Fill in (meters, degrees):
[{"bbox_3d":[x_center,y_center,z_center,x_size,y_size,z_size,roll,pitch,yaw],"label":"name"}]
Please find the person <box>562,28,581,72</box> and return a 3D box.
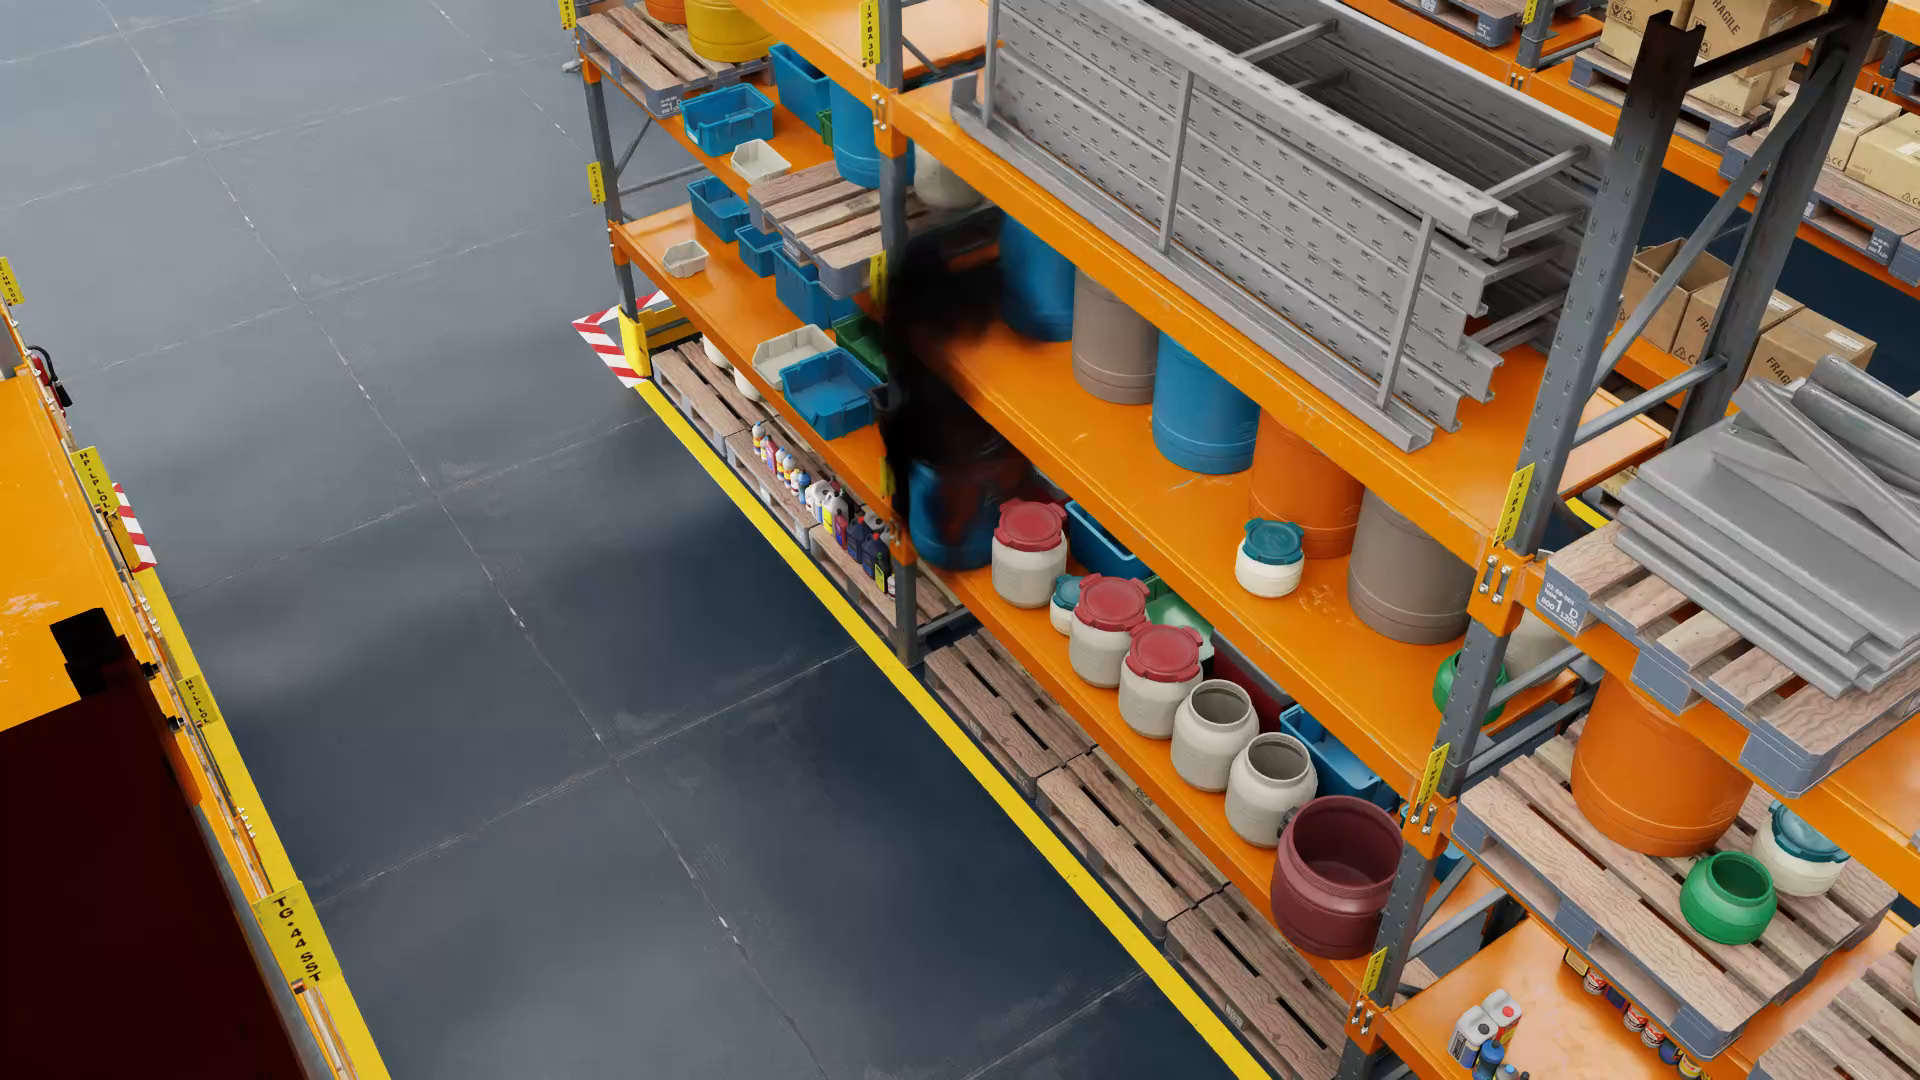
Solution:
[{"bbox_3d":[-3.625,-5.512,16.509,0.920,1.687,0.557,-13,44,-13],"label":"person"}]
